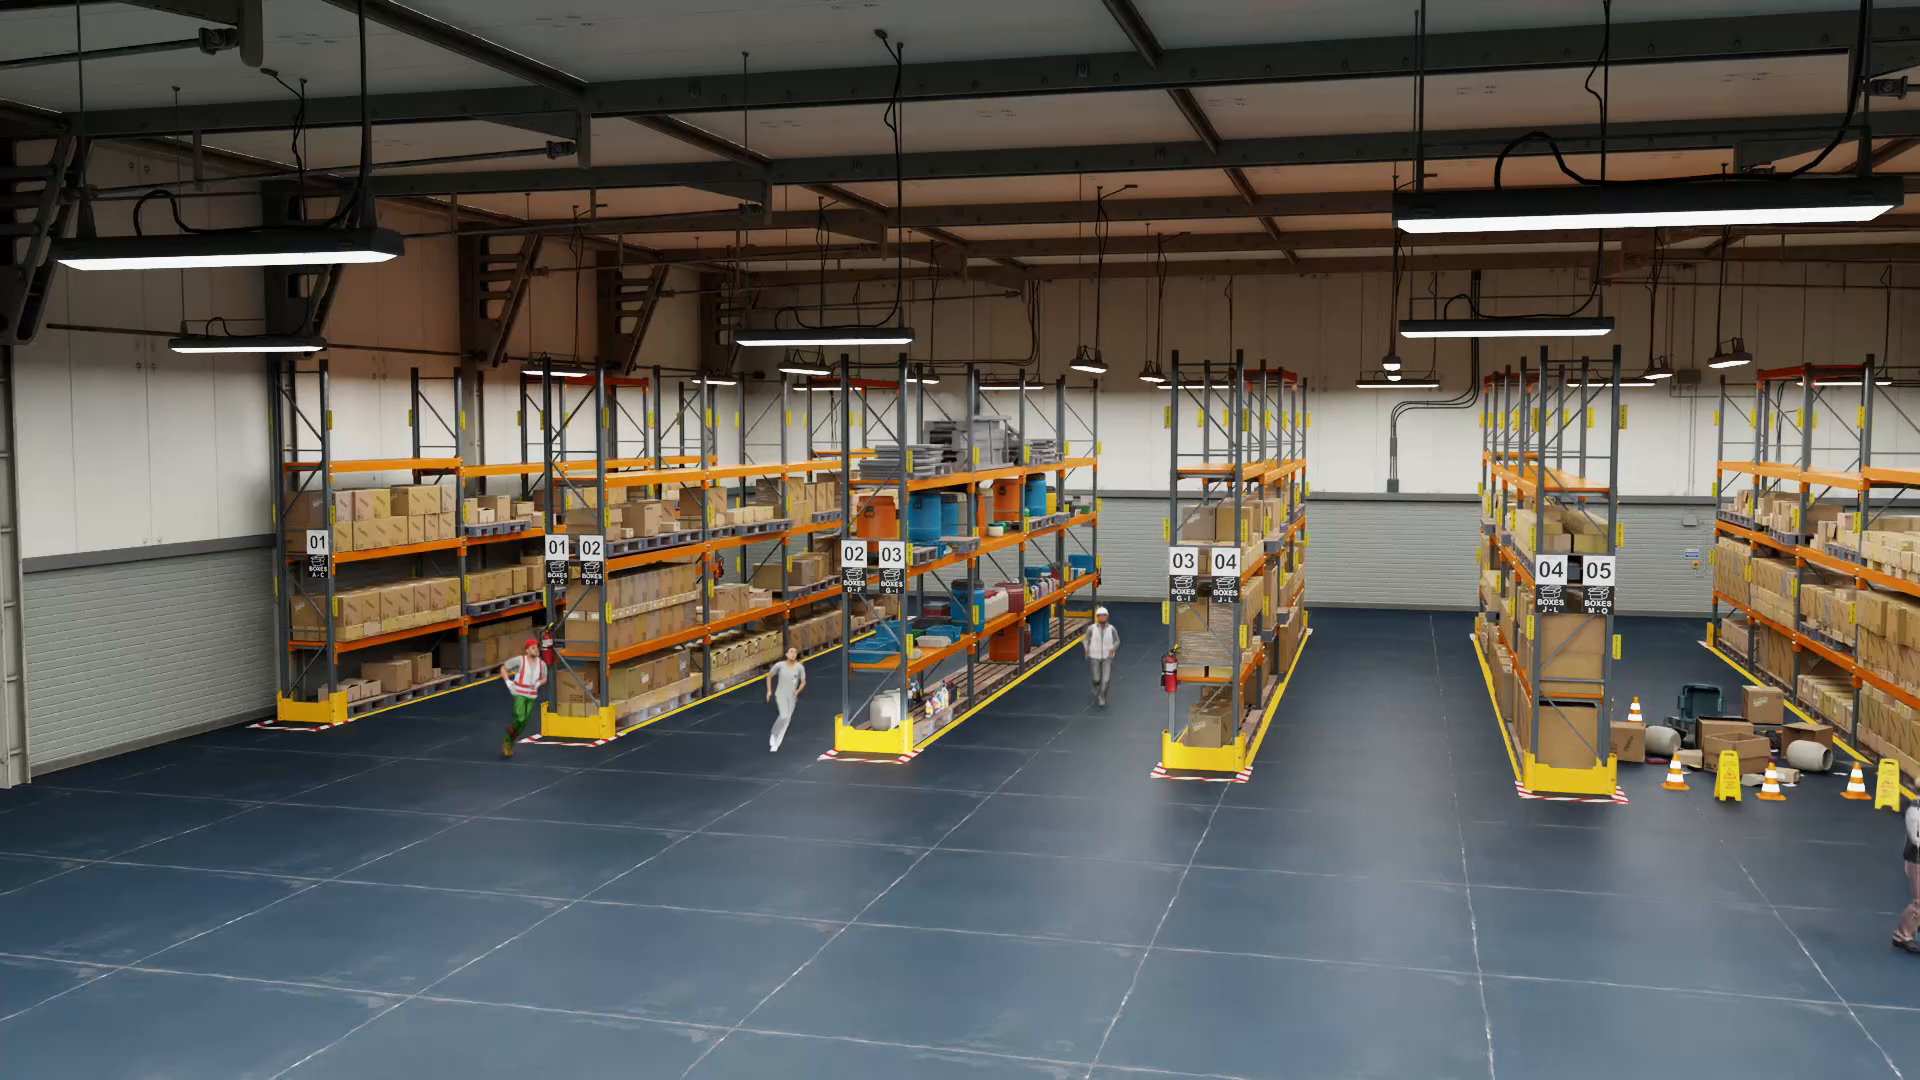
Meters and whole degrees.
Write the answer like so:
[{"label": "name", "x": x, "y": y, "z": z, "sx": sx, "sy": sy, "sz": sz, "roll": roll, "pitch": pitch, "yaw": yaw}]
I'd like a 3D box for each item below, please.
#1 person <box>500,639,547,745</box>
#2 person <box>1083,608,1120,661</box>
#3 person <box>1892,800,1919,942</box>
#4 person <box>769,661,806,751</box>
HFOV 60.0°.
[{"label": "person", "x": -6.508, "y": 2.300, "z": 24.927, "sx": 0.649, "sy": 1.651, "sz": 0.591, "roll": -4, "pitch": 6, "yaw": -43}, {"label": "person", "x": 2.487, "y": 1.655, "z": 29.133, "sx": 0.662, "sy": 0.929, "sz": 0.474, "roll": 0, "pitch": 4, "yaw": 2}, {"label": "person", "x": 9.056, "y": 3.110, "z": 15.541, "sx": 0.445, "sy": 1.387, "sz": 0.593, "roll": -3, "pitch": 5, "yaw": -35}, {"label": "person", "x": -2.614, "y": 2.505, "z": 25.170, "sx": 0.574, "sy": 1.359, "sz": 0.358, "roll": -1, "pitch": 4, "yaw": -18}]
